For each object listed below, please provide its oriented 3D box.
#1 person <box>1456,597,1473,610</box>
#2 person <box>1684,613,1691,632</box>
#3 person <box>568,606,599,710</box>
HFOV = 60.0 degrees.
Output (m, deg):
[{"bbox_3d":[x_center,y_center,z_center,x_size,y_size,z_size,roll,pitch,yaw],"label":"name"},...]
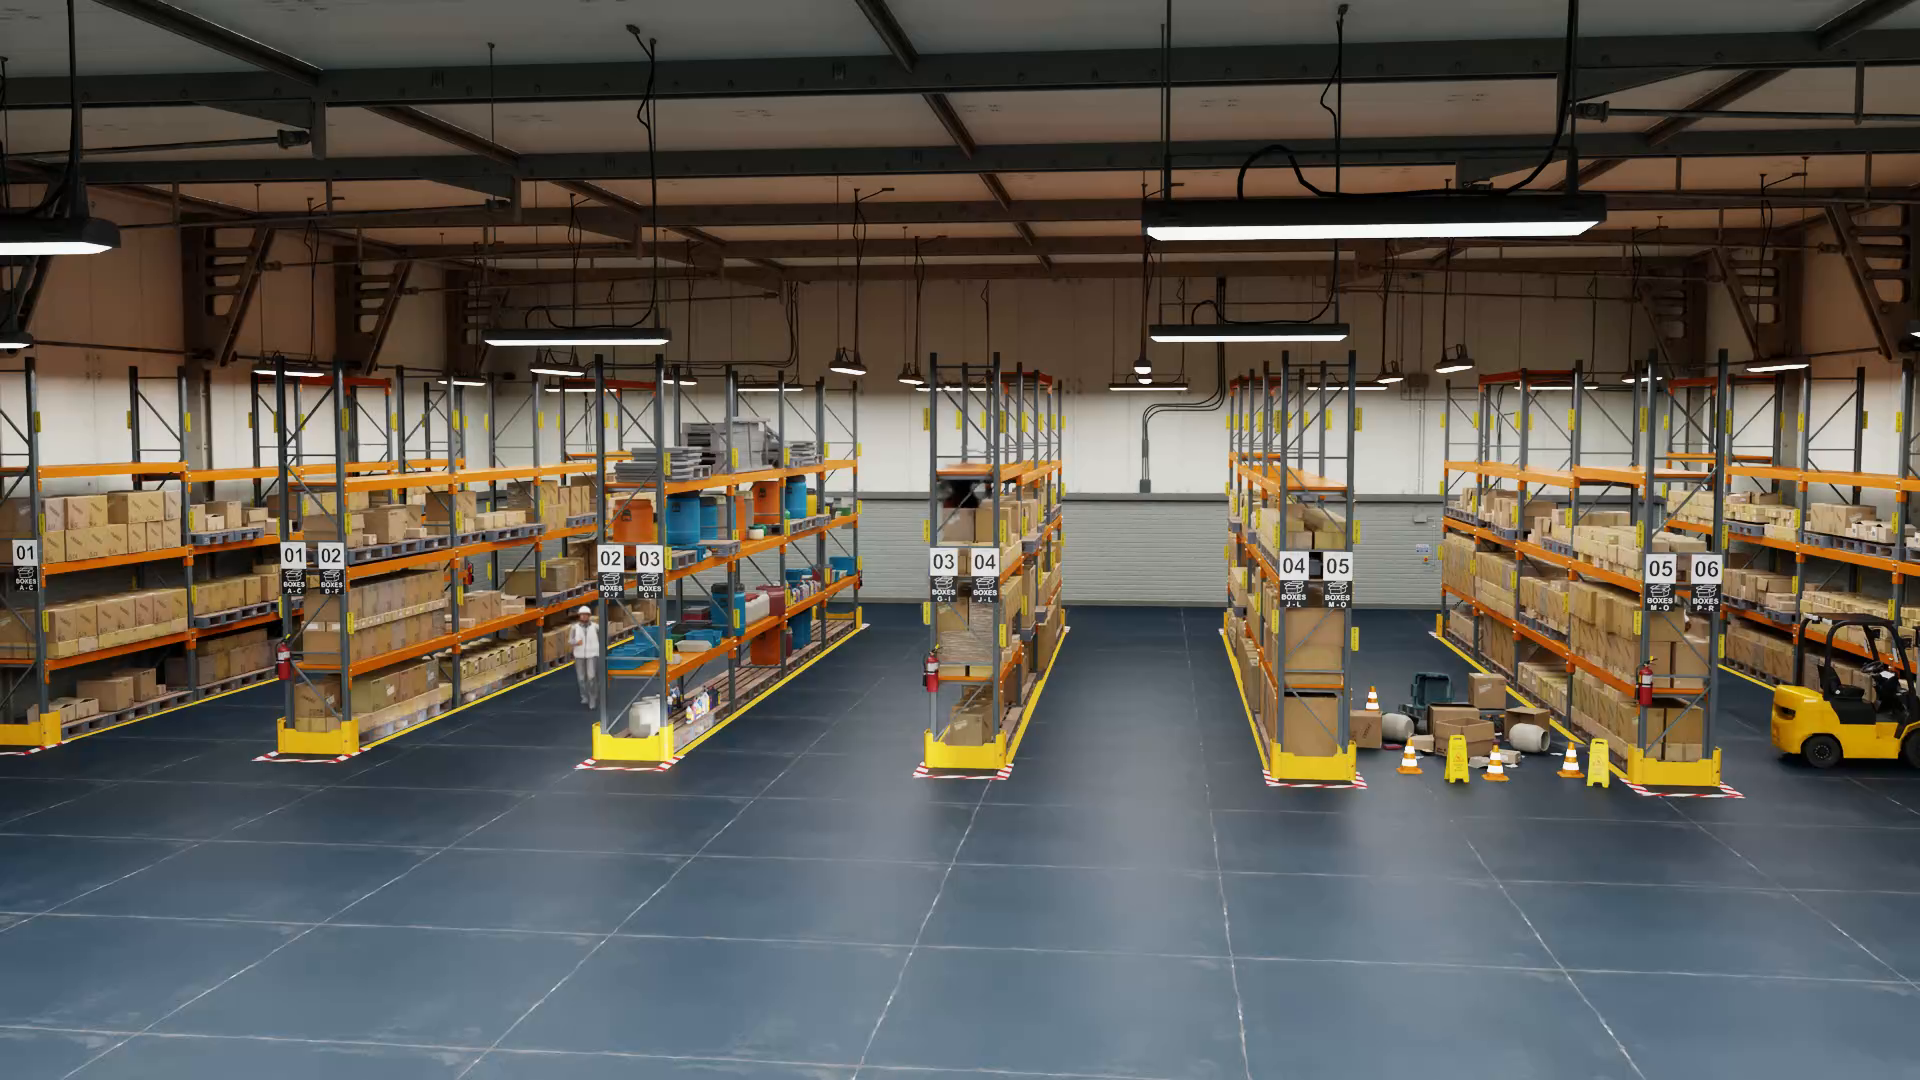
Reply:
[{"bbox_3d":[12.196,1.371,40.081,0.481,1.601,0.674,4,6,44],"label":"person"},{"bbox_3d":[13.349,1.912,31.374,0.699,1.769,0.927,0,4,-1],"label":"person"},{"bbox_3d":[-6.539,2.062,29.107,0.622,1.811,0.732,0,4,-5],"label":"person"}]
